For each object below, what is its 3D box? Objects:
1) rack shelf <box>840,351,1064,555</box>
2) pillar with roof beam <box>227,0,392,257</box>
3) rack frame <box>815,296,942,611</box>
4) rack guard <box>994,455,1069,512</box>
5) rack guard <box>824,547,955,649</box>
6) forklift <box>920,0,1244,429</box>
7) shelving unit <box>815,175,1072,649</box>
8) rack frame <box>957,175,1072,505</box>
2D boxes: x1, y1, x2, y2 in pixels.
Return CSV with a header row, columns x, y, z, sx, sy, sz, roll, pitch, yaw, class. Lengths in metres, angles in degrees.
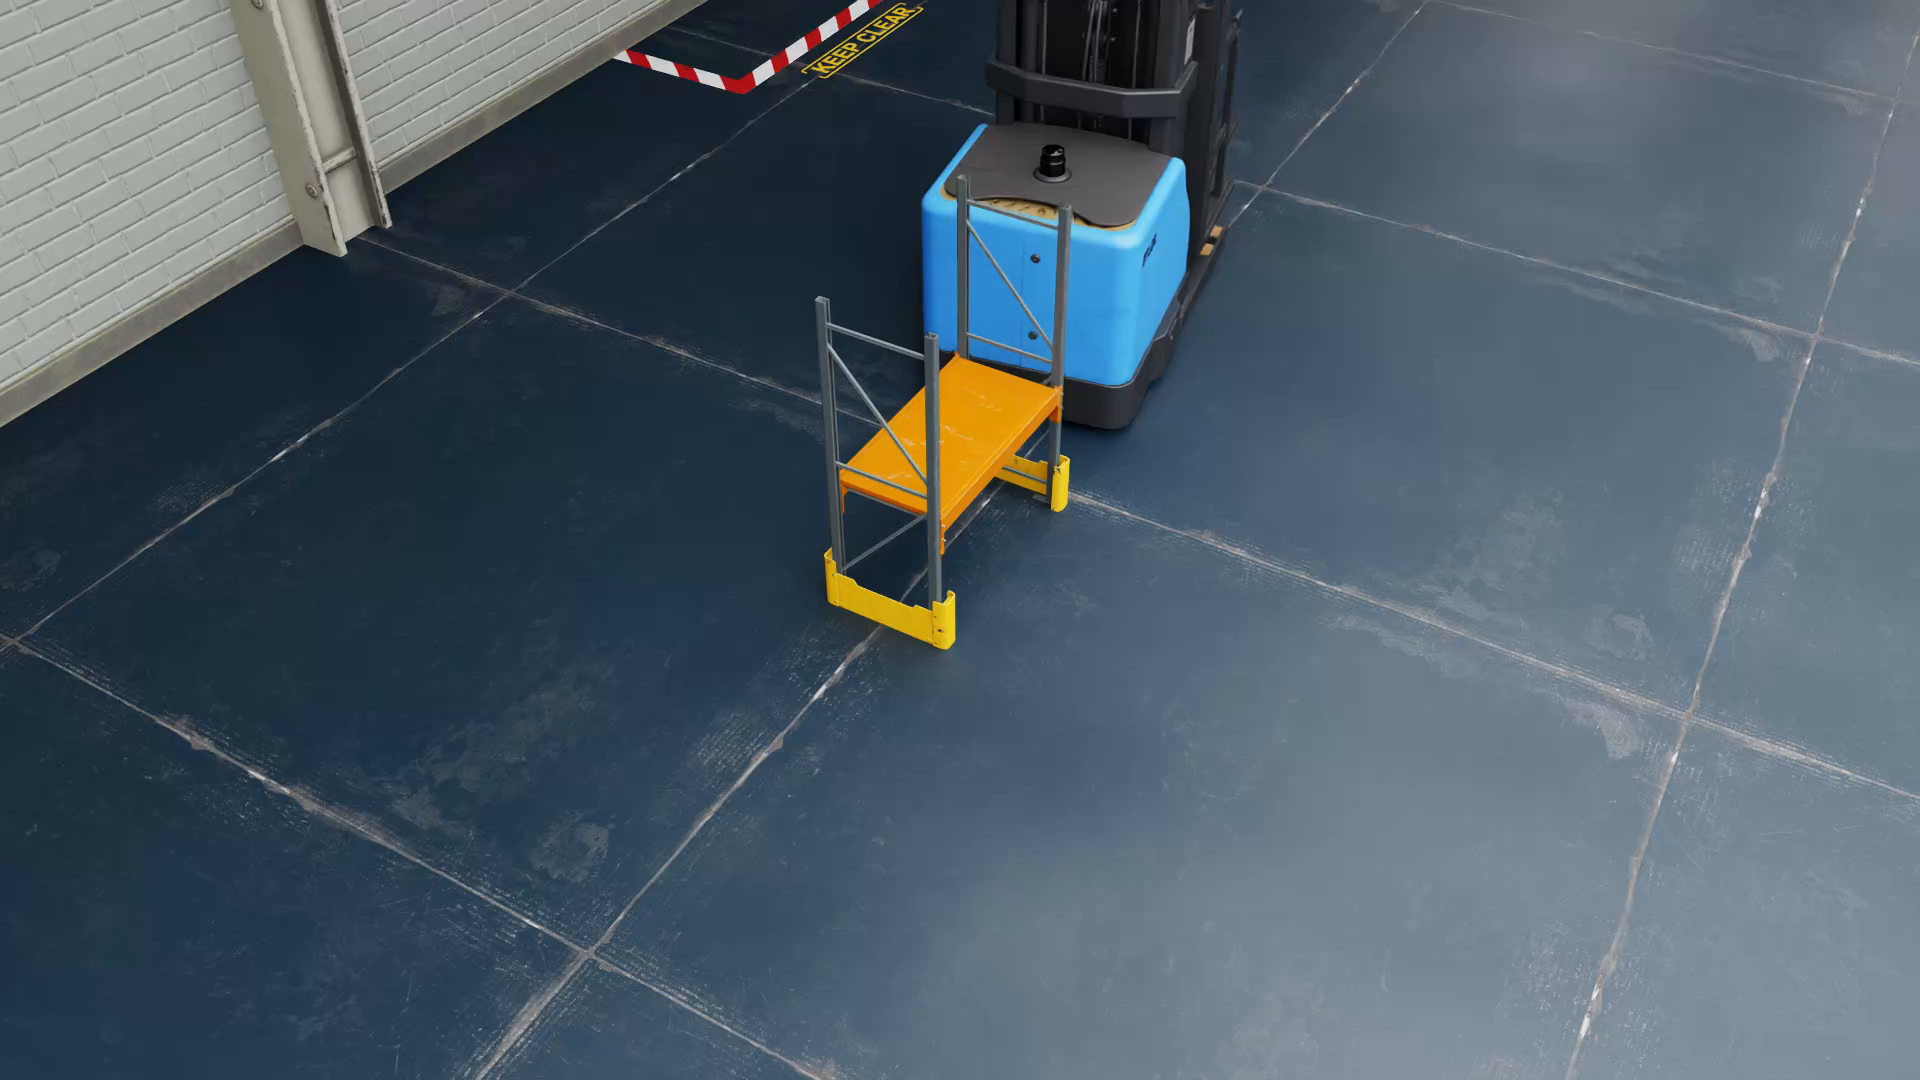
x,y,z,sx,sy,sz,roll,pitch,yaw,class
-0.043,-0.379,6.818,0.538,0.185,1.000,21,45,22,rack shelf
0.345,-3.646,4.582,9.100,9.000,0.400,21,45,22,pillar with roof beam
-0.297,-0.223,6.369,0.500,1.500,0.032,21,45,22,rack frame
0.211,-0.335,7.441,0.587,0.250,0.087,21,45,22,rack guard
-0.287,0.235,6.794,0.587,0.250,0.087,21,45,22,rack guard
0.803,-2.599,7.983,1.130,2.935,3.031,14,43,15,forklift
-0.038,-0.519,6.705,0.587,1.500,1.083,21,45,22,shelving unit
0.212,-0.805,7.029,0.500,1.500,0.032,21,45,22,rack frame
